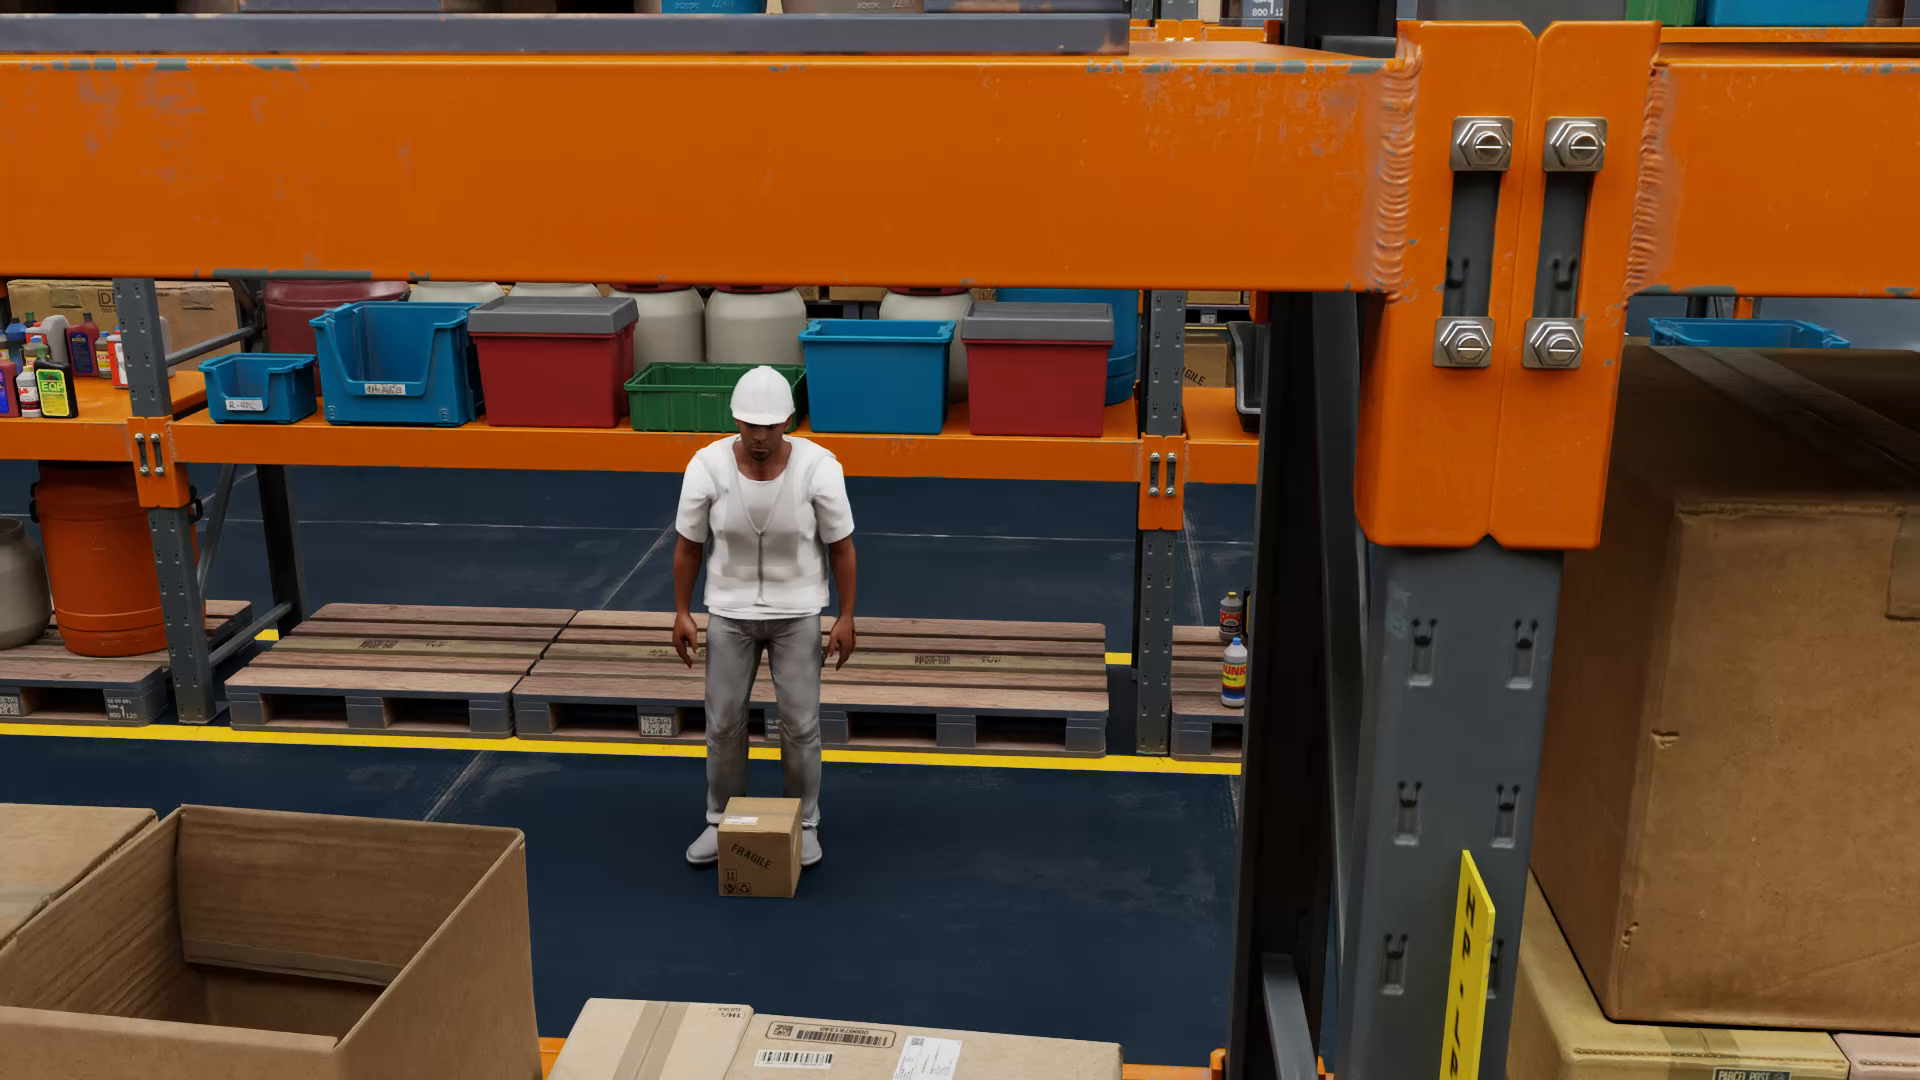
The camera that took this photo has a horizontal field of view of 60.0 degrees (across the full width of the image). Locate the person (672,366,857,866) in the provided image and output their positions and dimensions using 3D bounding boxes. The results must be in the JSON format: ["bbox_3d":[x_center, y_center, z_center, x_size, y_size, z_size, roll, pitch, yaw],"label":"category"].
[{"bbox_3d":[-0.667,0.264,5.679,0.631,1.759,0.461,0,17,1],"label":"person"}]
